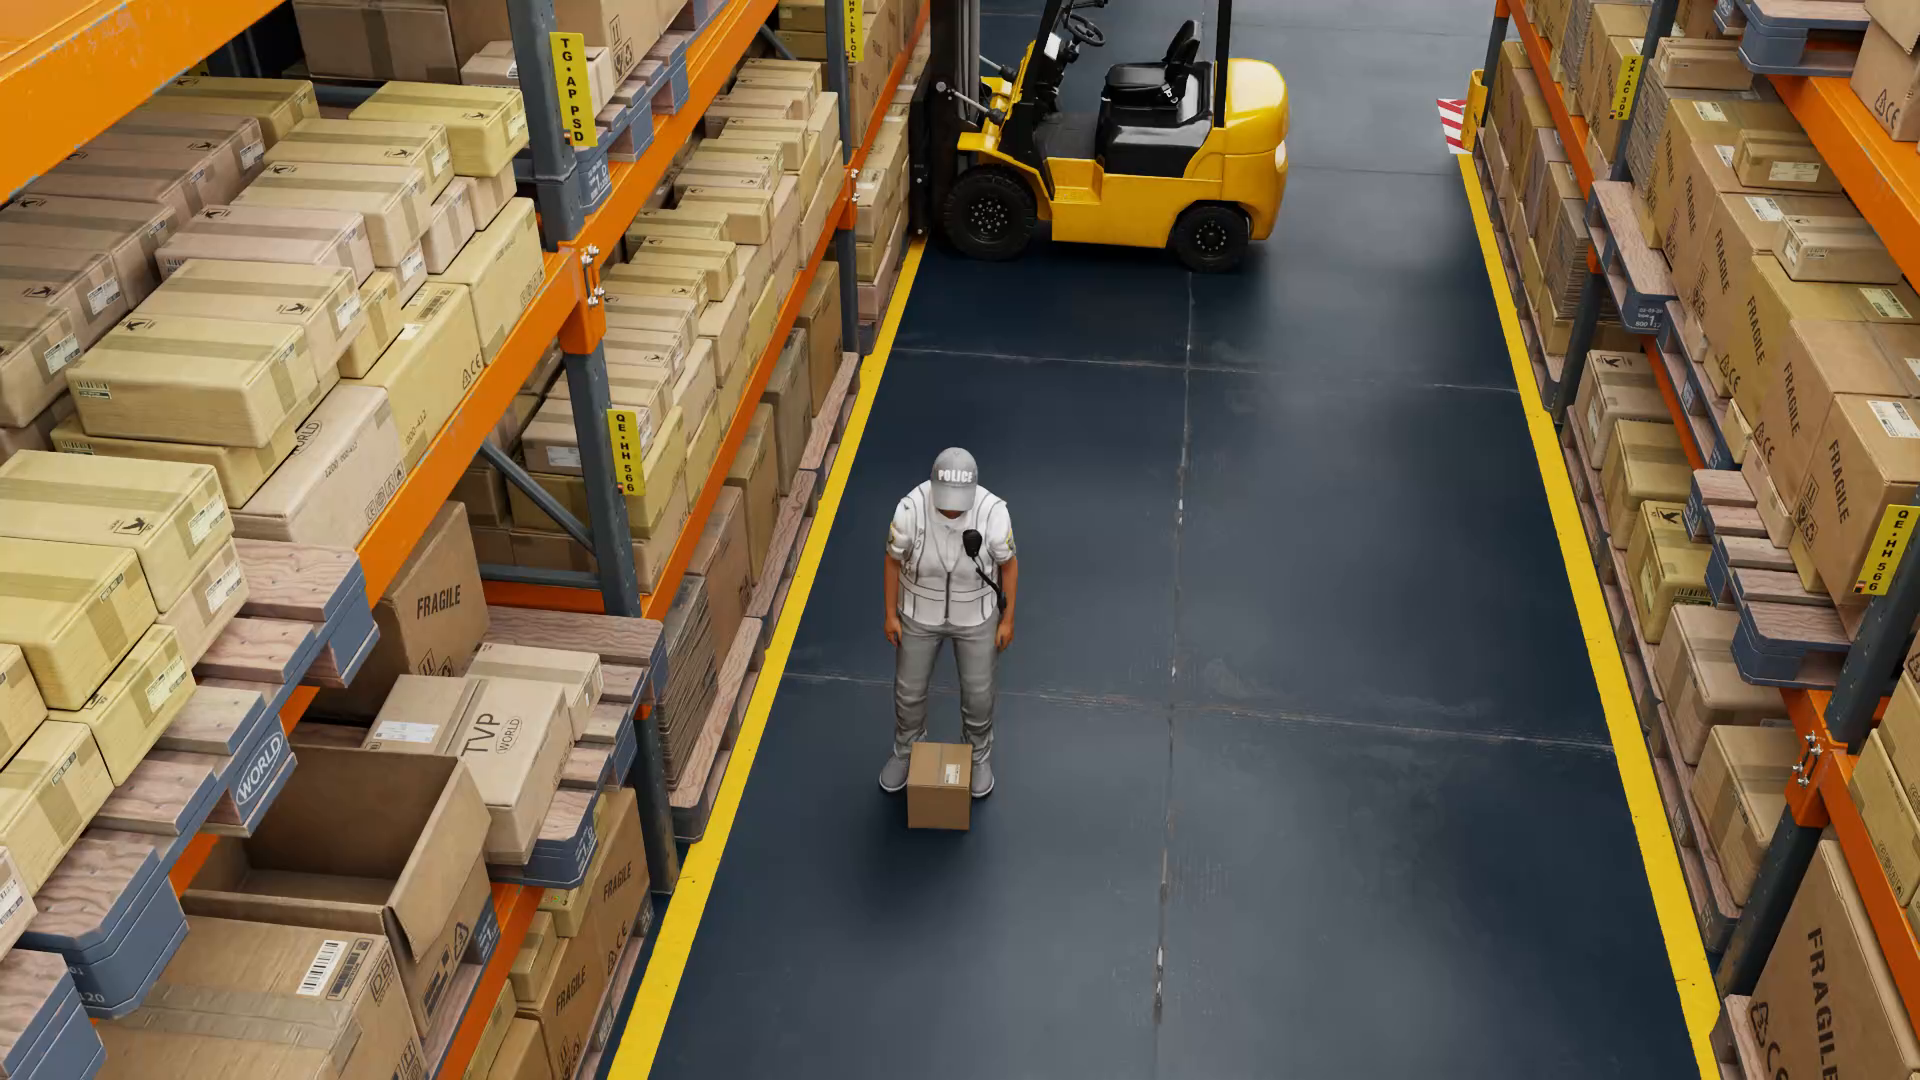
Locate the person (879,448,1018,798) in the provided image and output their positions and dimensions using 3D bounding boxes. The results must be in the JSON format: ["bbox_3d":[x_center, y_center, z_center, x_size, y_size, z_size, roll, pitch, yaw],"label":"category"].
[{"bbox_3d":[-0.056,0.315,6.605,0.560,1.665,0.469,2,36,3],"label":"person"}]
